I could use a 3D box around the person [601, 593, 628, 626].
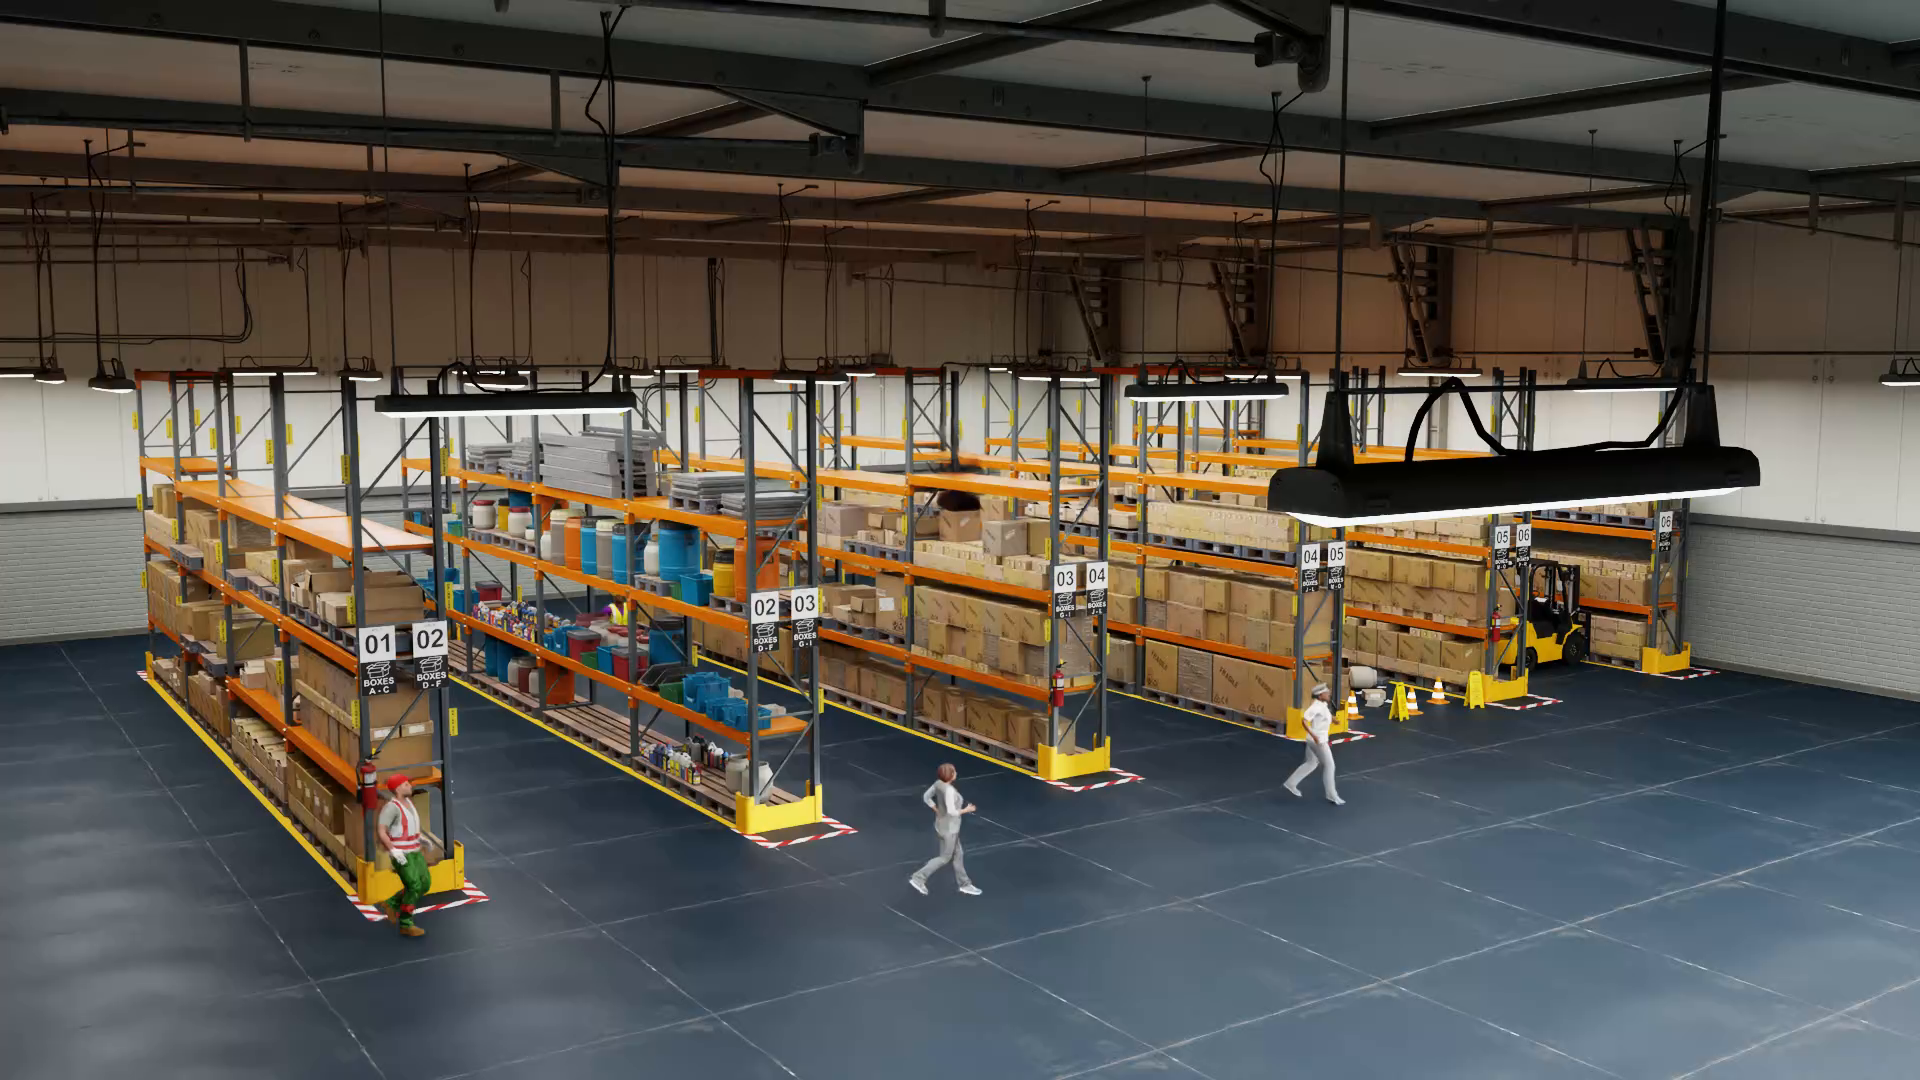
[{"bbox_3d":[-6.624,1.824,32.324,0.714,1.740,0.856,-5,8,-38],"label":"person"}]

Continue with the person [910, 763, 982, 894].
[{"bbox_3d":[-0.159,3.358,19.189,0.877,1.593,0.521,-2,7,-14],"label":"person"}]

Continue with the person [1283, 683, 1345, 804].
[{"bbox_3d":[5.017,2.850,23.446,0.847,1.730,0.561,1,7,8],"label":"person"}]

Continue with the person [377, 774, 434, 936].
[{"bbox_3d":[-6.078,3.430,18.210,0.542,1.732,0.717,1,7,9],"label":"person"}]
